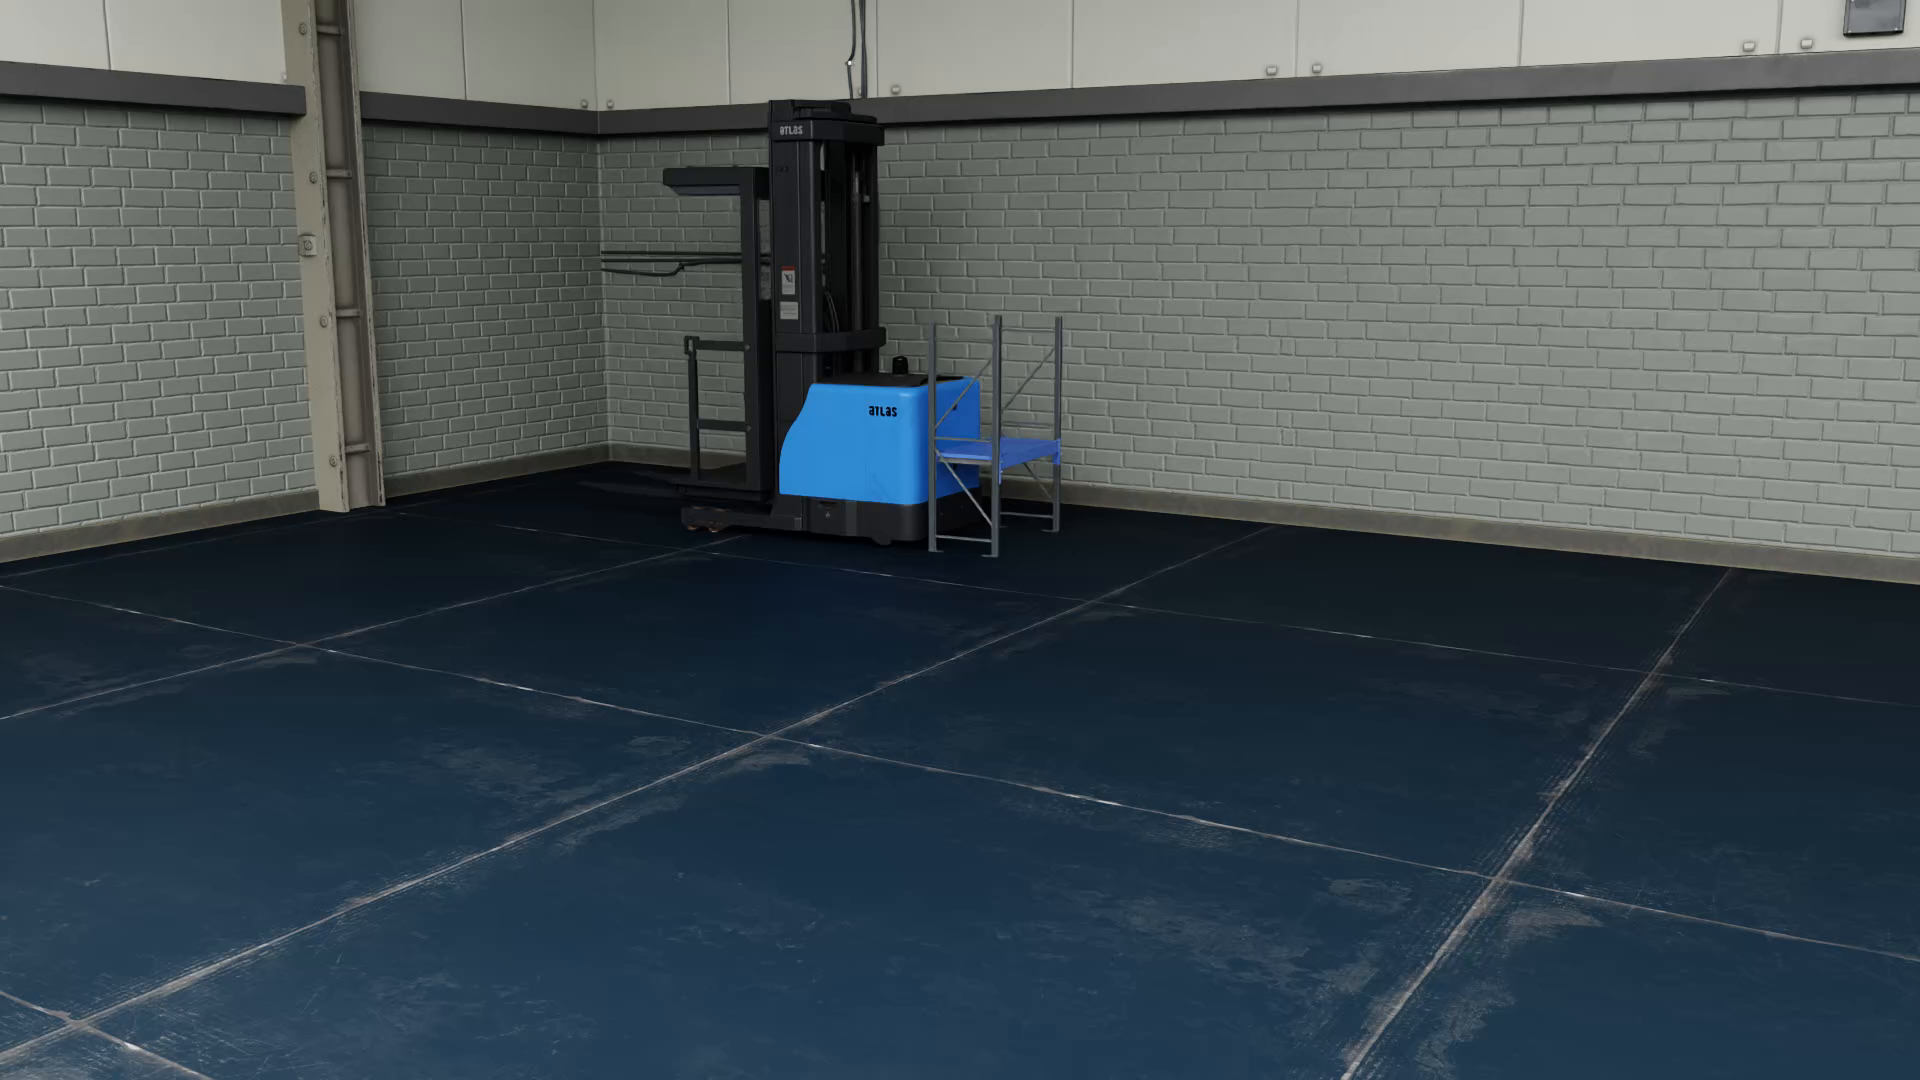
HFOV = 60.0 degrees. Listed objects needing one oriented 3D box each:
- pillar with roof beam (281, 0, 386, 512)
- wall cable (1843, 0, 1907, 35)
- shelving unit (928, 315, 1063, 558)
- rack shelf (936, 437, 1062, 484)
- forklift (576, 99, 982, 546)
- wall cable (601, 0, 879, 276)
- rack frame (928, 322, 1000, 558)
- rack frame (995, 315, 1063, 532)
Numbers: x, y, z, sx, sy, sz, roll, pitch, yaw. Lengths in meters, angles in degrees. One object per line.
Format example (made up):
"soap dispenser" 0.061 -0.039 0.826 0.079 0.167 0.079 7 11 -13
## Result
"pillar with roof beam" -0.971 -4.264 9.692 9.100 9.000 0.400 6 12 31
"wall cable" 6.115 -5.775 8.518 2.305 6.003 0.169 6 12 31
"shelving unit" 0.248 -0.728 11.183 0.538 1.500 1.048 5 12 26
"rack shelf" 0.248 -0.552 11.216 0.538 0.185 1.000 5 12 26
"forklift" -1.390 -1.572 11.802 3.031 2.935 1.130 6 12 28
"wall cable" -1.991 -3.486 13.974 3.097 2.526 0.112 6 12 31
"rack frame" 0.025 -0.644 10.735 0.500 1.500 0.032 5 12 26
"rack frame" 0.472 -0.812 11.632 0.500 1.500 0.032 5 12 26
